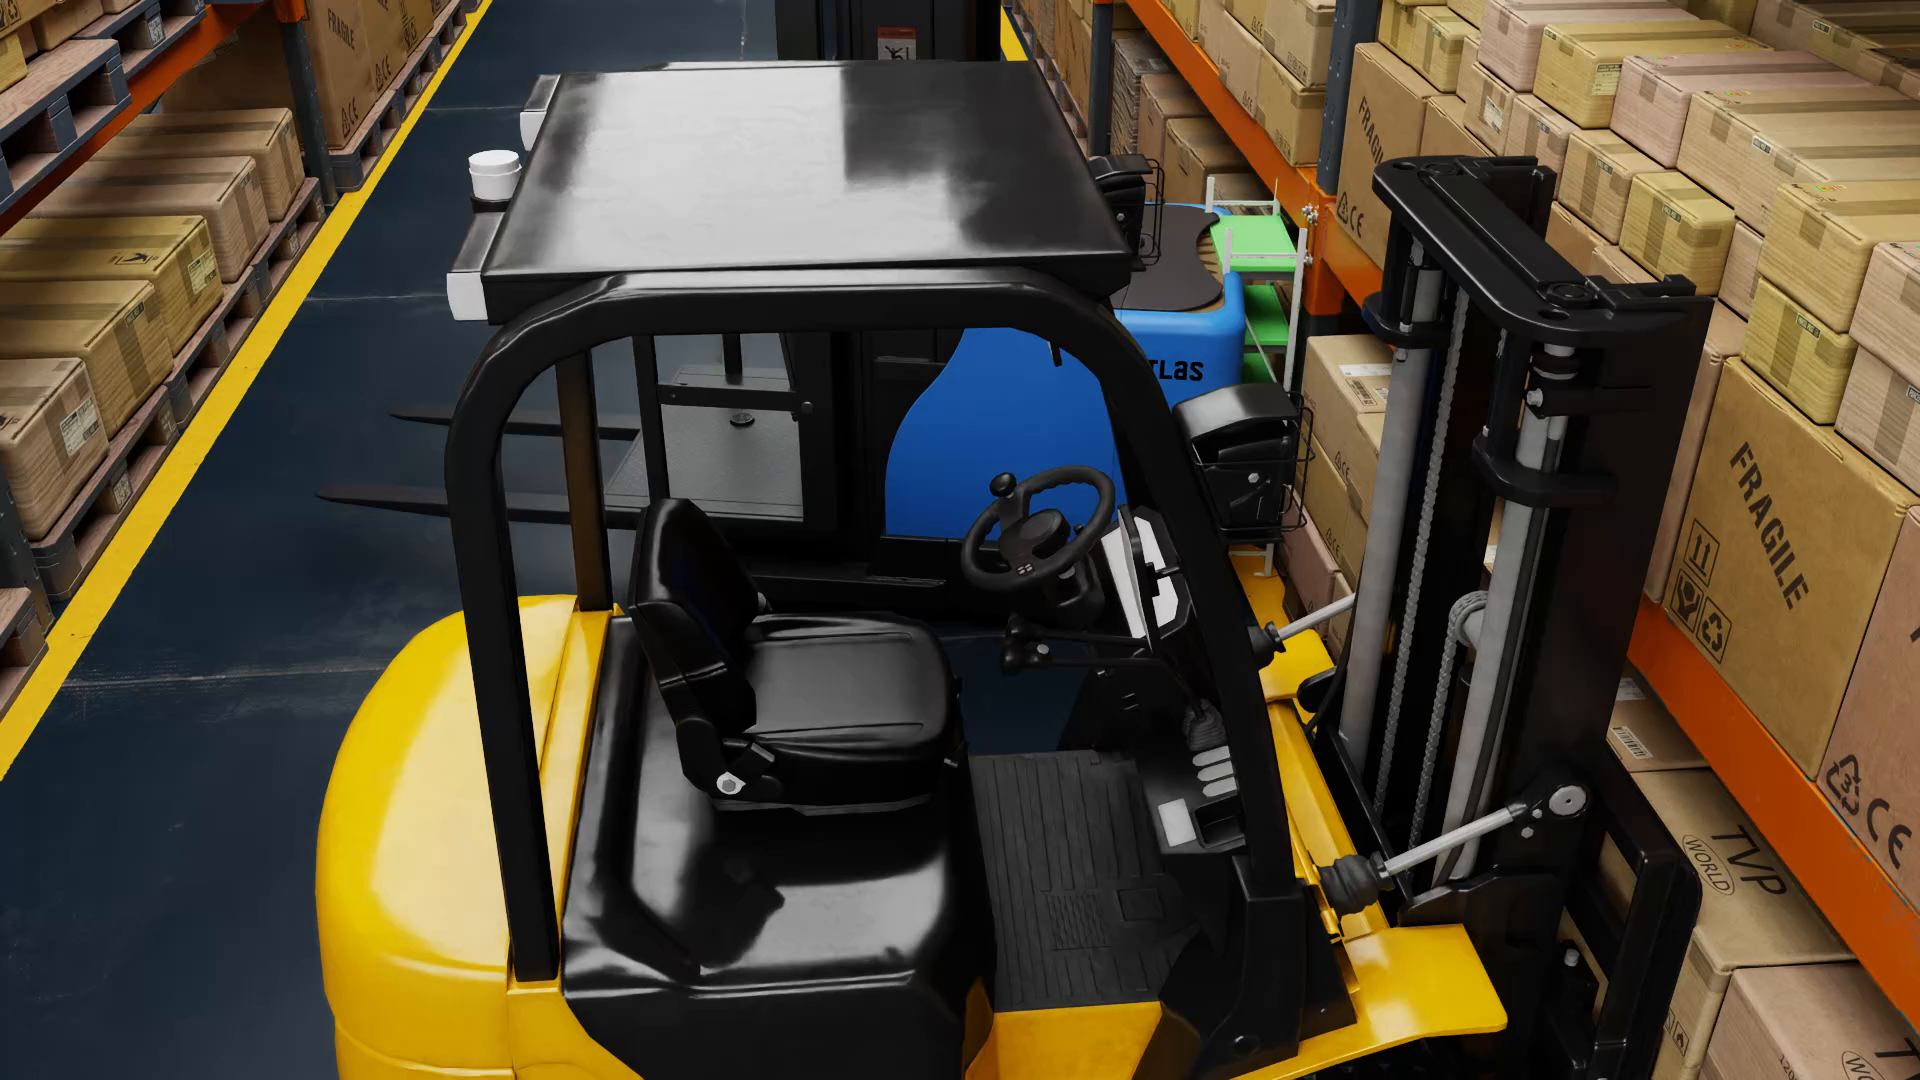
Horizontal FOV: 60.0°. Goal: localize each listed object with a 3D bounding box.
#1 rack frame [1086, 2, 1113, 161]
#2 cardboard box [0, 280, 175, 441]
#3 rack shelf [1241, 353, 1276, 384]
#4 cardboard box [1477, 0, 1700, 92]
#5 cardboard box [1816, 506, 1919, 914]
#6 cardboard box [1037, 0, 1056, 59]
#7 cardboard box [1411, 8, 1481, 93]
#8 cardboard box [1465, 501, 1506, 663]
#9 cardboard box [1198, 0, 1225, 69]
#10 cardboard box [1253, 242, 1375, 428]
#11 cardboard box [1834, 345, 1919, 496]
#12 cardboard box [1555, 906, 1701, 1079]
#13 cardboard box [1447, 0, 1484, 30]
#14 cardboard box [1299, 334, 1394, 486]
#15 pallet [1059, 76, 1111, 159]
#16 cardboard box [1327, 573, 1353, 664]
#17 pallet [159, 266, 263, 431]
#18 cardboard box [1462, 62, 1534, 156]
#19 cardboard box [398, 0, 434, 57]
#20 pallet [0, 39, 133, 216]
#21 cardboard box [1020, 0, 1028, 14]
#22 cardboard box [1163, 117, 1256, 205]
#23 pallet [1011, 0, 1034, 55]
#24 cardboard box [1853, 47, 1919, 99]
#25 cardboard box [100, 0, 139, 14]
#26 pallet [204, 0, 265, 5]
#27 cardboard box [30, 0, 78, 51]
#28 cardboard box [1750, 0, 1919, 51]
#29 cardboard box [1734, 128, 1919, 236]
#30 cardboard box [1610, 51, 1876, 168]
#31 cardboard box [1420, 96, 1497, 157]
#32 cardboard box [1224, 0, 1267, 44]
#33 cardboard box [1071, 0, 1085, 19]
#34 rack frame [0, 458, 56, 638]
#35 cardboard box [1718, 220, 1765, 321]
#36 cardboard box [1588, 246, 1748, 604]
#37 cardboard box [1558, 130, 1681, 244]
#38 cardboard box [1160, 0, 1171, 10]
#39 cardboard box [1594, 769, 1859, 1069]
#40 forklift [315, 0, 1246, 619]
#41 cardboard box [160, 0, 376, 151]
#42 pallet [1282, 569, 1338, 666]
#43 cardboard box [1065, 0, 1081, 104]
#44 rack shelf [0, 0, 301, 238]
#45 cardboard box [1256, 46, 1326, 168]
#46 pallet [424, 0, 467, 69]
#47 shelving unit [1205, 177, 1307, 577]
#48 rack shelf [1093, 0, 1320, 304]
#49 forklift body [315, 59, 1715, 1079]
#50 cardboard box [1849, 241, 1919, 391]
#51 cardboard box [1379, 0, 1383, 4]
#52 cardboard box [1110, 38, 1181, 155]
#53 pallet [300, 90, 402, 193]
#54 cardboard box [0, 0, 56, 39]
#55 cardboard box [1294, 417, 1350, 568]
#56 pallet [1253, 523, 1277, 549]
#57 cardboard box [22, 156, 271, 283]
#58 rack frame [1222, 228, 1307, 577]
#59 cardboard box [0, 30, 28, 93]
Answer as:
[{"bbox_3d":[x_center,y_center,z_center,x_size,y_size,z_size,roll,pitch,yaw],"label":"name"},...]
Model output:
[{"bbox_3d":[1.187,-3.254,8.272,1.000,3.000,0.127,-3,31,-5],"label":"rack frame"},{"bbox_3d":[-3.502,-0.658,6.080,0.950,0.372,0.625,-1,31,-1],"label":"cardboard box"},{"bbox_3d":[0.917,-0.470,5.481,0.258,0.148,0.480,0,30,1],"label":"rack shelf"},{"bbox_3d":[1.364,-1.088,3.627,0.380,0.149,0.250,-2,31,-3],"label":"cardboard box"},{"bbox_3d":[1.588,0.284,2.252,0.500,0.500,0.500,-2,31,-3],"label":"cardboard box"},{"bbox_3d":[0.779,-3.354,10.468,0.500,0.500,0.500,-4,31,-6],"label":"cardboard box"},{"bbox_3d":[1.355,-1.225,4.146,0.380,0.149,0.250,-2,31,-3],"label":"cardboard box"},{"bbox_3d":[1.390,0.136,3.893,0.500,0.250,0.500,-2,31,-3],"label":"cardboard box"},{"bbox_3d":[1.185,-1.903,6.157,0.500,0.250,0.500,-3,31,-4],"label":"cardboard box"},{"bbox_3d":[1.501,-0.638,5.799,0.875,0.625,0.625,-1,31,-2],"label":"cardboard box"},{"bbox_3d":[1.523,-0.180,2.396,0.380,0.149,0.250,-4,31,-6],"label":"cardboard box"},{"bbox_3d":[1.473,0.864,3.163,0.500,0.250,0.500,-3,31,-6],"label":"cardboard box"},{"bbox_3d":[1.428,-1.355,4.074,0.380,0.149,0.250,-2,31,-4],"label":"cardboard box"},{"bbox_3d":[1.294,-0.379,4.755,0.500,0.250,0.500,-3,31,-5],"label":"cardboard box"},{"bbox_3d":[1.155,-2.440,9.628,1.003,0.211,1.213,-3,31,-5],"label":"pallet"},{"bbox_3d":[1.340,0.310,4.578,0.500,0.250,0.500,-3,31,-6],"label":"cardboard box"},{"bbox_3d":[-3.572,-0.796,6.877,1.003,0.211,1.213,-3,31,-5],"label":"pallet"},{"bbox_3d":[1.356,-0.964,3.709,0.380,0.149,0.250,-2,31,-3],"label":"cardboard box"},{"bbox_3d":[-3.898,-3.551,10.432,0.875,0.875,0.875,-2,31,-3],"label":"cardboard box"},{"bbox_3d":[-3.307,-1.287,5.166,1.003,0.211,1.213,-3,31,-5],"label":"pallet"},{"bbox_3d":[0.694,-3.874,11.339,0.500,0.500,0.500,-3,31,-5],"label":"cardboard box"},{"bbox_3d":[1.364,-1.418,7.106,0.875,0.625,0.625,-4,31,-7],"label":"cardboard box"},{"bbox_3d":[0.927,-3.685,11.714,1.003,0.211,1.213,-3,31,-5],"label":"pallet"},{"bbox_3d":[1.979,-0.857,3.239,0.380,0.149,0.250,-3,31,-5],"label":"cardboard box"},{"bbox_3d":[-3.212,-2.008,6.023,0.380,0.149,0.250,-2,31,-3],"label":"cardboard box"},{"bbox_3d":[-3.582,-2.573,7.319,1.213,0.211,1.003,-3,31,-5],"label":"pallet"},{"bbox_3d":[-3.217,-1.744,5.580,0.380,0.149,0.250,-2,31,-4],"label":"cardboard box"},{"bbox_3d":[1.998,-1.123,3.684,0.380,0.149,0.250,-3,31,-6],"label":"cardboard box"},{"bbox_3d":[1.542,-0.574,2.766,0.380,0.149,0.250,-2,31,-4],"label":"cardboard box"},{"bbox_3d":[1.495,-0.830,3.194,0.380,0.149,0.250,-3,31,-5],"label":"cardboard box"},{"bbox_3d":[1.408,-0.750,3.983,0.500,0.500,0.500,-2,31,-4],"label":"cardboard box"},{"bbox_3d":[1.206,-1.862,5.602,0.500,0.250,0.500,-4,31,-6],"label":"cardboard box"},{"bbox_3d":[0.833,-3.017,9.272,0.380,0.149,0.250,-4,31,-7],"label":"cardboard box"},{"bbox_3d":[-3.380,-0.972,4.452,1.000,3.000,0.127,-3,31,-5],"label":"rack frame"},{"bbox_3d":[1.546,-0.440,2.831,0.380,0.149,0.250,-3,31,-5],"label":"cardboard box"},{"bbox_3d":[1.482,-0.234,3.119,0.500,0.500,0.500,-3,31,-4],"label":"cardboard box"},{"bbox_3d":[1.420,-0.703,3.271,0.380,0.149,0.250,-4,31,-6],"label":"cardboard box"},{"bbox_3d":[1.083,-2.431,7.042,0.500,0.250,0.500,-4,31,-6],"label":"cardboard box"},{"bbox_3d":[1.471,0.664,3.010,0.500,0.250,0.500,-2,31,-4],"label":"cardboard box"},{"bbox_3d":[-0.621,-1.296,5.061,3.031,2.935,1.130,3,31,6],"label":"forklift"},{"bbox_3d":[-3.736,-2.639,8.905,0.875,0.875,0.875,-3,31,-5],"label":"cardboard box"},{"bbox_3d":[1.594,0.394,4.885,1.003,0.211,1.213,-3,31,-5],"label":"pallet"},{"bbox_3d":[0.898,-2.822,9.578,0.500,0.500,0.500,-3,31,-5],"label":"cardboard box"},{"bbox_3d":[-3.567,-1.684,6.346,1.077,0.370,4.000,-3,31,-5],"label":"rack shelf"},{"bbox_3d":[1.254,-1.392,5.301,0.500,0.250,0.500,-2,31,-3],"label":"cardboard box"},{"bbox_3d":[-3.981,-3.469,11.351,1.003,0.211,1.213,-3,31,-5],"label":"pallet"},{"bbox_3d":[0.916,-0.525,5.449,0.258,1.200,0.503,0,30,1],"label":"shelving unit"},{"bbox_3d":[1.374,-1.924,6.747,1.077,0.370,4.000,-3,31,-5],"label":"rack shelf"},{"bbox_3d":[-0.059,0.314,3.126,2.313,2.155,1.214,-3,31,-5],"label":"forklift body"},{"bbox_3d":[1.502,-0.306,2.317,0.380,0.149,0.250,-2,31,-3],"label":"cardboard box"},{"bbox_3d":[1.308,-1.697,4.935,0.380,0.149,0.250,-2,31,-3],"label":"cardboard box"},{"bbox_3d":[1.232,-2.095,8.239,0.875,0.625,0.625,-2,31,-3],"label":"cardboard box"},{"bbox_3d":[-3.753,-2.223,9.266,1.003,0.211,1.213,-3,31,-5],"label":"pallet"},{"bbox_3d":[-3.186,-1.831,5.094,0.500,0.500,0.500,-3,31,-4],"label":"cardboard box"},{"bbox_3d":[1.299,-0.164,4.884,0.500,0.250,0.500,-3,31,-5],"label":"cardboard box"},{"bbox_3d":[1.453,-0.389,6.195,1.003,0.211,1.213,-3,31,-5],"label":"pallet"},{"bbox_3d":[-3.634,-1.401,7.323,0.950,0.372,0.625,-3,31,-6],"label":"cardboard box"},{"bbox_3d":[0.912,-0.403,5.237,0.240,1.200,0.015,0,30,1],"label":"rack frame"},{"bbox_3d":[-3.132,-1.469,5.120,0.380,0.149,0.250,-2,31,-4],"label":"cardboard box"}]
